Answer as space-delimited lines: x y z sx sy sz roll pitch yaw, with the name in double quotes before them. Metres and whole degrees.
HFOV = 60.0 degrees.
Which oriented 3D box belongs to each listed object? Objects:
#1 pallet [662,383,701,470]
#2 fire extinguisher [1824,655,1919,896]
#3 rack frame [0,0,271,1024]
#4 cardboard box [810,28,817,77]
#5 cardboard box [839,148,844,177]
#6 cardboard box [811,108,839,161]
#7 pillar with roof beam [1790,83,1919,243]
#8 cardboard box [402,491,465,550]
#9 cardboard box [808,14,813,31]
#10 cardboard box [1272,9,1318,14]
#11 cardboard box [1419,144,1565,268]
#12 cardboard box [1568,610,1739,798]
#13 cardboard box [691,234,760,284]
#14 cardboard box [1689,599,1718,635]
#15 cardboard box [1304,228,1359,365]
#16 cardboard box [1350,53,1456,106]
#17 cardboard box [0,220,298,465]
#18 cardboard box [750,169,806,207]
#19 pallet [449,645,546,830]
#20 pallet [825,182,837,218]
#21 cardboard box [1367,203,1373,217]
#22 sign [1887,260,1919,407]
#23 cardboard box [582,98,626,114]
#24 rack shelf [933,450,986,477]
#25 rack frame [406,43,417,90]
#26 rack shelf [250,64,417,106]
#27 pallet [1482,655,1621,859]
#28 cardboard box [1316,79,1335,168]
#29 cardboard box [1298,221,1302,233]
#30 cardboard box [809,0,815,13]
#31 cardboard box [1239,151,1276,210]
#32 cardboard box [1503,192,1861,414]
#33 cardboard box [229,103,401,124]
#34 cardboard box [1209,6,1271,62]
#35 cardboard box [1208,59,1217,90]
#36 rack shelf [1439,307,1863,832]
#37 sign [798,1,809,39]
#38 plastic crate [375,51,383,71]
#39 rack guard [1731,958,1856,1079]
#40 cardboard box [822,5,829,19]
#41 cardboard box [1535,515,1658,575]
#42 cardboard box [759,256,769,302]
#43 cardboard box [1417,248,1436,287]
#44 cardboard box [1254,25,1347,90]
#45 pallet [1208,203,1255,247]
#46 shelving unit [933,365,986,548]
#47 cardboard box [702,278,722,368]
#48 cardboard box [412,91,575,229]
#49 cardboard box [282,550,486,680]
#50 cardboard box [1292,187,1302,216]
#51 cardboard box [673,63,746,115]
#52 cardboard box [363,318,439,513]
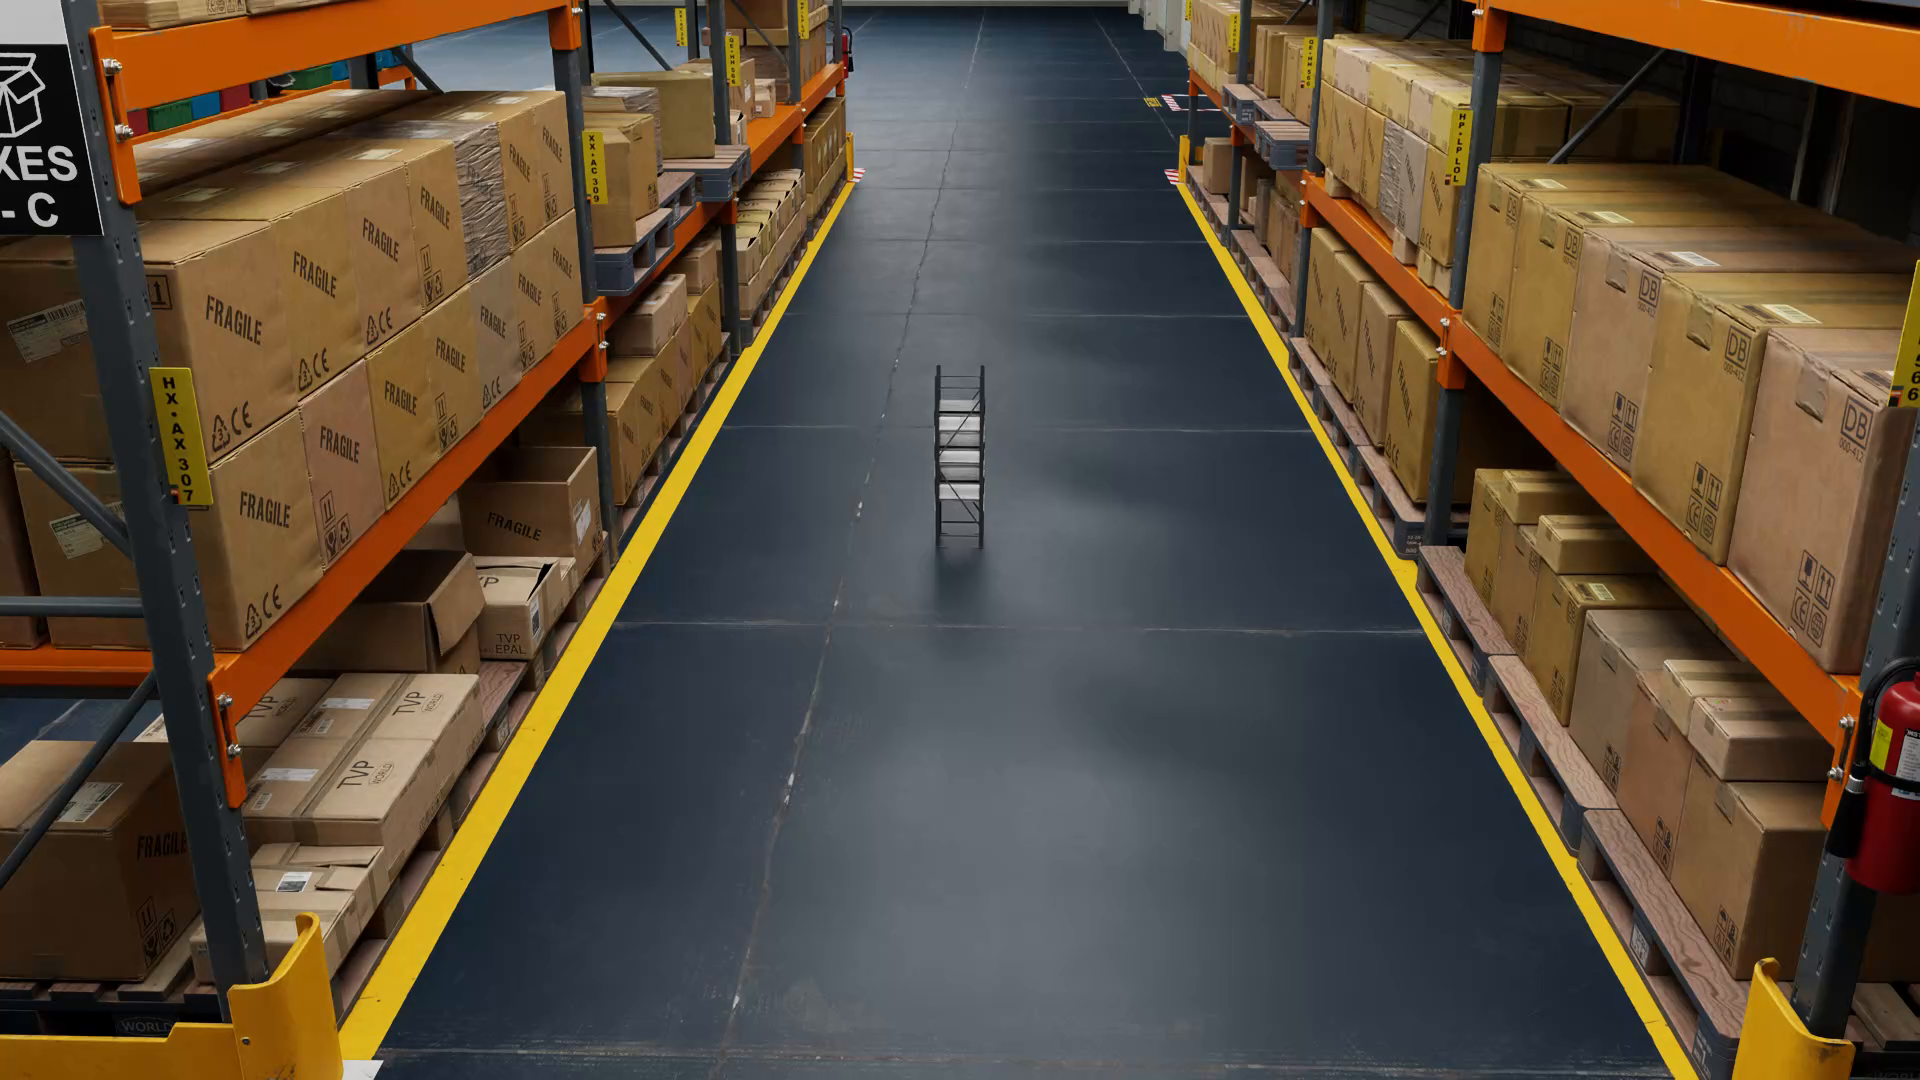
"pallet" -2.176 -0.719 10.091 1.003 0.211 1.213 1 21 2
"fire extinguisher" 2.166 0.476 3.777 0.296 0.674 0.183 1 21 2
"rack frame" -2.316 0.164 3.960 0.949 2.616 0.053 1 21 2
"cardboard box" -1.892 -5.130 17.465 0.700 0.500 0.500 1 21 2
"cardboard box" -1.557 -4.157 18.317 0.500 0.250 0.500 1 21 2
"cardboard box" -1.567 -4.326 17.715 0.500 0.500 0.500 1 21 2
"pillar with roof beam" -0.706 -3.811 5.910 9.100 9.000 0.400 1 21 2
"cardboard box" -2.427 -0.085 7.709 0.500 0.311 0.500 1 21 2
"cardboard box" -1.699 -5.269 16.927 0.380 0.149 0.250 0 21 1
"cardboard box" 3.240 -4.765 15.807 0.500 0.500 0.500 1 21 1
"cardboard box" 2.516 -1.594 7.912 0.500 0.500 0.500 0 21 1
"cardboard box" 2.583 0.570 5.789 0.700 0.500 0.500 0 21 0
"cardboard box" -1.766 -2.090 12.214 0.500 0.311 0.500 1 21 3
"cardboard box" 2.786 0.219 5.796 0.380 0.149 0.250 1 21 2
"cardboard box" 2.722 -1.605 10.909 0.750 0.750 0.750 0 21 1
"cardboard box" 2.577 -2.683 9.684 0.500 0.250 0.500 1 21 2
"cardboard box" -2.042 -0.506 4.167 0.500 0.500 0.500 1 21 3
"cardboard box" -1.680 -3.201 15.077 0.500 0.311 0.500 1 21 2
"pallet" -2.254 0.708 6.412 1.003 0.211 1.213 1 21 2
"pallet" -1.854 -3.604 17.526 1.003 0.211 1.213 1 21 2
"cardboard box" 2.623 -1.986 9.819 0.380 0.149 0.250 1 21 2
"sign" 2.090 -0.444 3.599 0.100 0.325 0.005 1 21 2
"cardboard box" -2.206 -2.164 9.241 0.700 0.500 0.500 -5 22 -12
"rack shelf" 0.000 -0.386 8.371 0.258 0.077 0.200 1 21 2
"rack frame" -6.784 -5.677 19.013 1.000 3.000 0.127 1 21 2
"rack shelf" -6.844 -4.619 17.280 1.077 0.370 4.000 1 21 2
"pallet" 2.618 0.787 6.209 1.003 0.211 1.213 1 21 2
"cardboard box" 2.605 -2.697 10.757 0.500 0.500 0.500 1 21 3
"cardboard box" 2.977 -2.161 12.799 0.700 0.500 0.500 1 21 2
"cardboard box" -1.886 -5.712 17.173 0.700 0.500 0.500 1 21 2
"cardboard box" 2.989 -3.537 16.346 0.500 0.500 0.500 -1 21 -2
"cardboard box" 2.693 -0.909 6.311 0.980 0.700 0.700 0 21 0
"cardboard box" -2.508 -1.441 6.576 0.500 0.500 0.500 0 21 0
"cardboard box" 2.738 -4.948 16.276 0.500 0.500 0.500 0 21 0
"cardboard box" 2.732 -4.598 16.412 0.500 0.250 0.500 1 21 1
"rack shelf" 2.693 -0.171 5.817 1.077 0.370 4.000 1 21 2
"sign" -1.412 -4.675 14.941 0.100 0.325 0.005 1 21 2
"plastic crate" -6.525 -5.189 17.960 0.499 0.251 0.408 1 21 2
"rack guard" 2.632 1.391 4.253 1.175 0.500 0.348 1 21 2
"cardboard box" -1.654 -5.830 18.373 0.380 0.149 0.250 0 21 1
"cardboard box" 2.420 0.018 6.315 0.380 0.149 0.250 0 21 0
"cardboard box" -1.752 -2.010 12.784 0.500 0.250 0.500 0 21 0
"cardboard box" 2.465 -1.338 8.151 0.380 0.149 0.250 1 21 3
"cardboard box" 2.948 -4.190 14.434 0.700 0.500 0.500 1 21 2
"pallet" 2.982 -3.065 16.136 1.003 0.211 1.213 1 21 2
"shelving unit" 0.000 -0.417 8.359 0.258 0.900 0.210 1 21 2
"cardboard box" -1.870 -1.428 10.909 0.500 0.500 0.500 1 21 4
"cardboard box" -1.954 -1.609 7.010 0.500 0.500 0.500 1 21 2
"cardboard box" -2.250 0.356 6.308 0.797 0.503 0.637 1 21 2
"cardboard box" 2.936 -2.717 13.196 0.500 0.250 0.500 1 21 1
"cardboard box" -2.025 -3.572 13.451 0.500 0.500 0.500 1 21 2
"cardboard box" -2.014 -0.408 5.296 0.500 0.500 0.500 1 21 1
